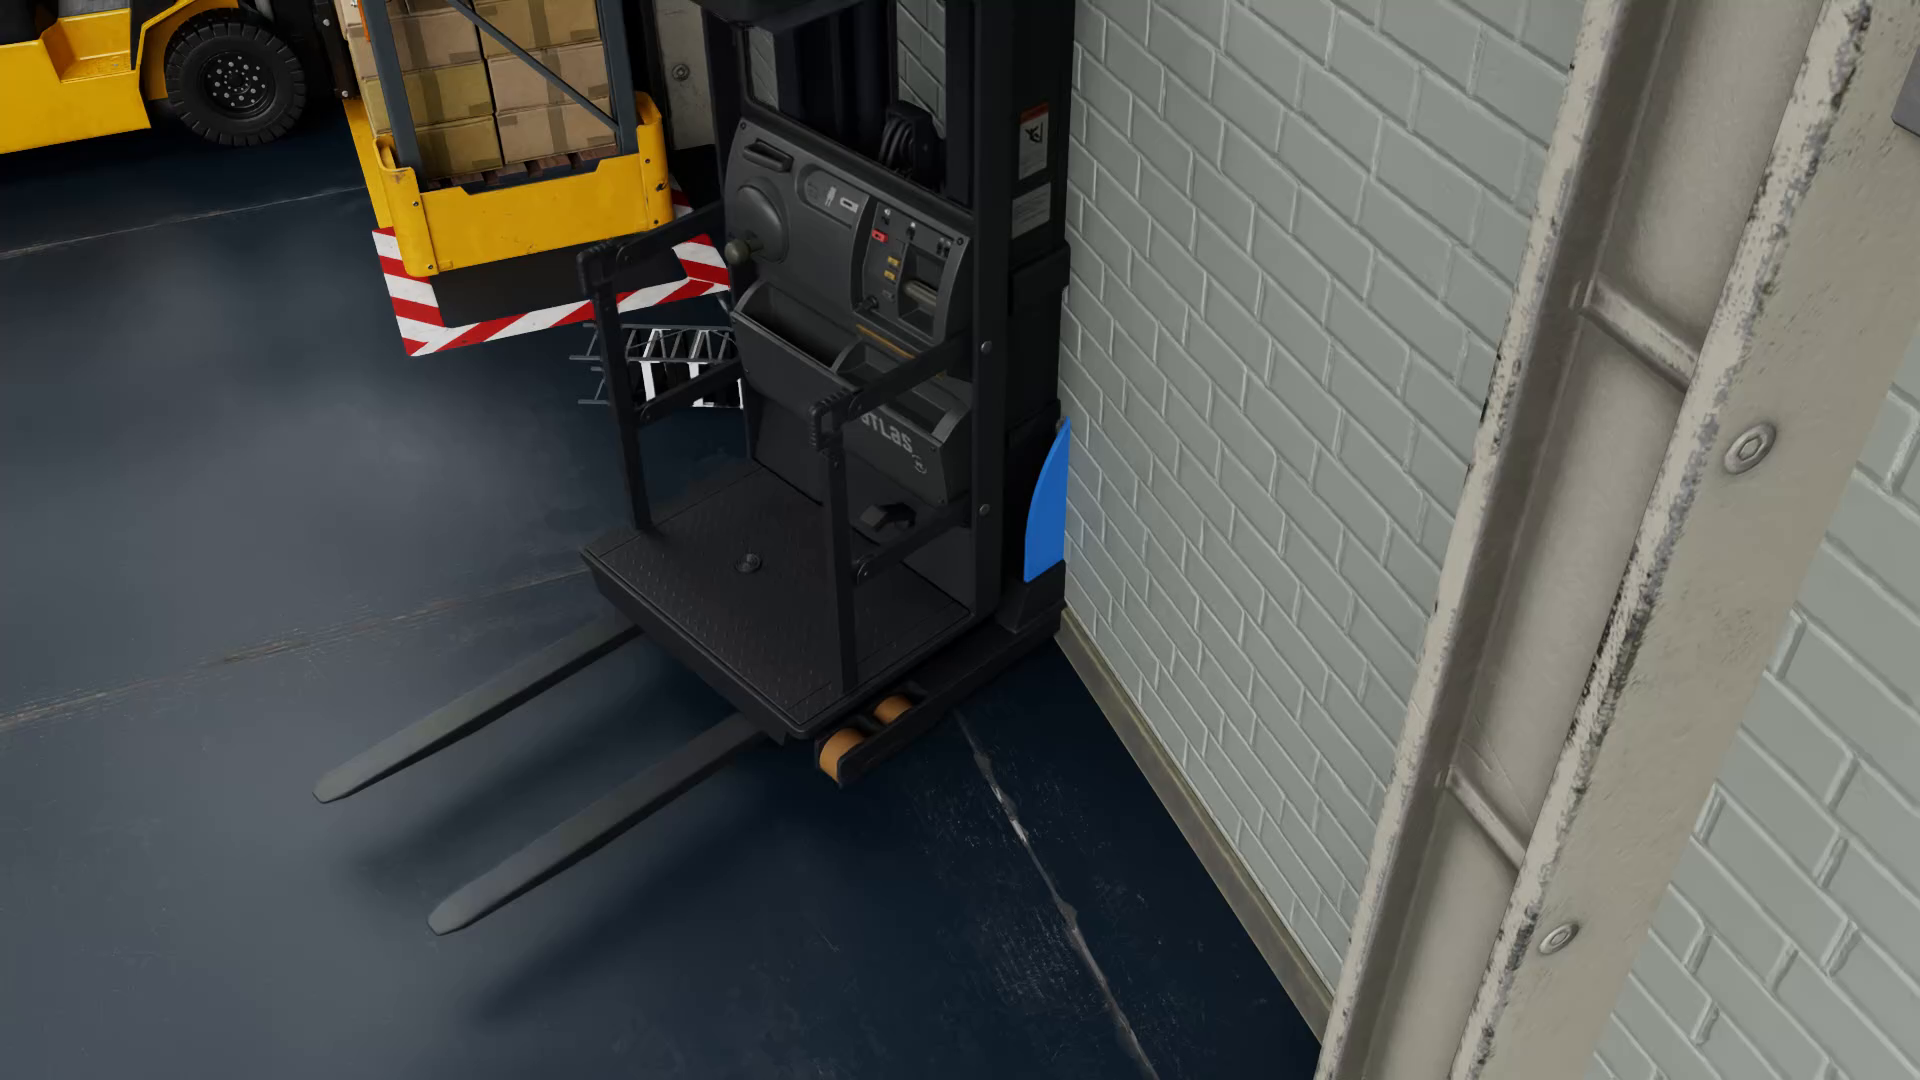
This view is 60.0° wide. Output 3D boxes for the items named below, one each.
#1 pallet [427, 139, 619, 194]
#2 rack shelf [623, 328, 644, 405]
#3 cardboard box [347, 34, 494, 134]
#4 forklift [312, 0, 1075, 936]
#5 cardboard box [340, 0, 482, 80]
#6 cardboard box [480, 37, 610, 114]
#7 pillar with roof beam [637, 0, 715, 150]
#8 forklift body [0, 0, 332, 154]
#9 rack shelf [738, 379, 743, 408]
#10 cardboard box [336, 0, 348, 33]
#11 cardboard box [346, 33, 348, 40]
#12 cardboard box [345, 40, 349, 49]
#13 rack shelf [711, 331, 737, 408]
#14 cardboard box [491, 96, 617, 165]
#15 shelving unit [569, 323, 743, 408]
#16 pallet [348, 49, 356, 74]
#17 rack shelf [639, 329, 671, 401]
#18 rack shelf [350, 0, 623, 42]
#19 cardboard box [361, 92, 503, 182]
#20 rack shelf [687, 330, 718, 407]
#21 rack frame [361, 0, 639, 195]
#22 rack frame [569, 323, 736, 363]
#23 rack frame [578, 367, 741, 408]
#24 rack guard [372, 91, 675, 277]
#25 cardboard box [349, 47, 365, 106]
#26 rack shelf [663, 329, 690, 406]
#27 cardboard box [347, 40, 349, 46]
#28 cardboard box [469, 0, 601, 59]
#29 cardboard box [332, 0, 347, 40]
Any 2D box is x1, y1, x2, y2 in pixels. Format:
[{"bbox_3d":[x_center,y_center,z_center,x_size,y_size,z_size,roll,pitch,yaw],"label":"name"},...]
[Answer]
[{"bbox_3d":[-2.196,-1.894,7.790,1.003,0.211,1.213,-15,43,-17],"label":"pallet"},{"bbox_3d":[-1.241,-0.672,6.367,0.077,0.200,0.258,2,41,3],"label":"rack shelf"},{"bbox_3d":[-2.340,-2.022,7.205,0.500,0.250,0.500,-16,43,-17],"label":"cardboard box"},{"bbox_3d":[-0.475,-0.776,4.405,3.031,2.935,1.130,-32,50,-32],"label":"forklift"},{"bbox_3d":[-2.329,-2.196,7.023,0.500,0.250,0.500,-14,43,-15],"label":"cardboard box"},{"bbox_3d":[-1.852,-2.142,7.344,0.500,0.250,0.500,-14,43,-16],"label":"cardboard box"},{"bbox_3d":[-5.276,-4.346,3.902,9.100,9.000,0.400,-15,43,-17],"label":"pillar with roof beam"},{"bbox_3d":[-4.276,-2.866,7.434,2.313,2.155,1.214,-15,43,-17],"label":"forklift body"},{"bbox_3d":[-0.791,-0.658,6.345,0.077,0.200,0.258,2,41,3],"label":"rack shelf"},{"bbox_3d":[-2.530,-2.503,7.379,0.500,0.250,0.500,-14,43,-16],"label":"cardboard box"},{"bbox_3d":[-2.521,-2.327,7.559,0.500,0.250,0.500,-16,43,-17],"label":"cardboard box"},{"bbox_3d":[-2.920,-2.735,8.416,0.500,0.250,0.500,-14,43,-16],"label":"cardboard box"},{"bbox_3d":[-0.881,-0.661,6.350,0.077,0.200,0.258,2,41,3],"label":"rack shelf"},{"bbox_3d":[-1.872,-1.962,7.518,0.500,0.250,0.500,-15,43,-17],"label":"cardboard box"},{"bbox_3d":[-1.004,-0.665,6.356,0.900,0.210,0.258,2,41,3],"label":"shelving unit"},{"bbox_3d":[-2.659,-2.628,8.644,1.003,0.211,1.213,-15,43,-17],"label":"pallet"},{"bbox_3d":[-1.151,-0.669,6.363,0.077,0.200,0.258,2,41,3],"label":"rack shelf"},{"bbox_3d":[-2.630,-3.433,7.993,1.077,0.370,4.000,-15,43,-17],"label":"rack shelf"},{"bbox_3d":[-2.336,-1.822,7.355,0.500,0.250,0.500,-15,43,-17],"label":"cardboard box"},{"bbox_3d":[-0.971,-0.664,6.354,0.077,0.200,0.258,2,41,3],"label":"rack shelf"},{"bbox_3d":[-1.864,-2.501,6.358,1.000,3.000,0.127,-15,43,-17],"label":"rack frame"},{"bbox_3d":[-1.005,-0.742,6.290,0.900,0.006,0.240,2,41,3],"label":"rack frame"},{"bbox_3d":[-1.003,-0.588,6.422,0.900,0.006,0.240,2,41,3],"label":"rack frame"},{"bbox_3d":[-1.855,-1.539,7.156,1.175,0.500,0.348,-15,43,-17],"label":"rack guard"},{"bbox_3d":[-2.518,-2.124,7.706,0.500,0.250,0.500,-15,43,-17],"label":"cardboard box"},{"bbox_3d":[-1.061,-0.666,6.359,0.077,0.200,0.258,2,41,3],"label":"rack shelf"},{"bbox_3d":[-2.701,-2.427,8.059,0.500,0.250,0.500,-15,43,-16],"label":"cardboard box"},{"bbox_3d":[-1.873,-2.334,7.183,0.500,0.250,0.500,-16,43,-18],"label":"cardboard box"},{"bbox_3d":[-2.738,-2.633,7.915,0.500,0.250,0.500,-16,43,-18],"label":"cardboard box"}]
